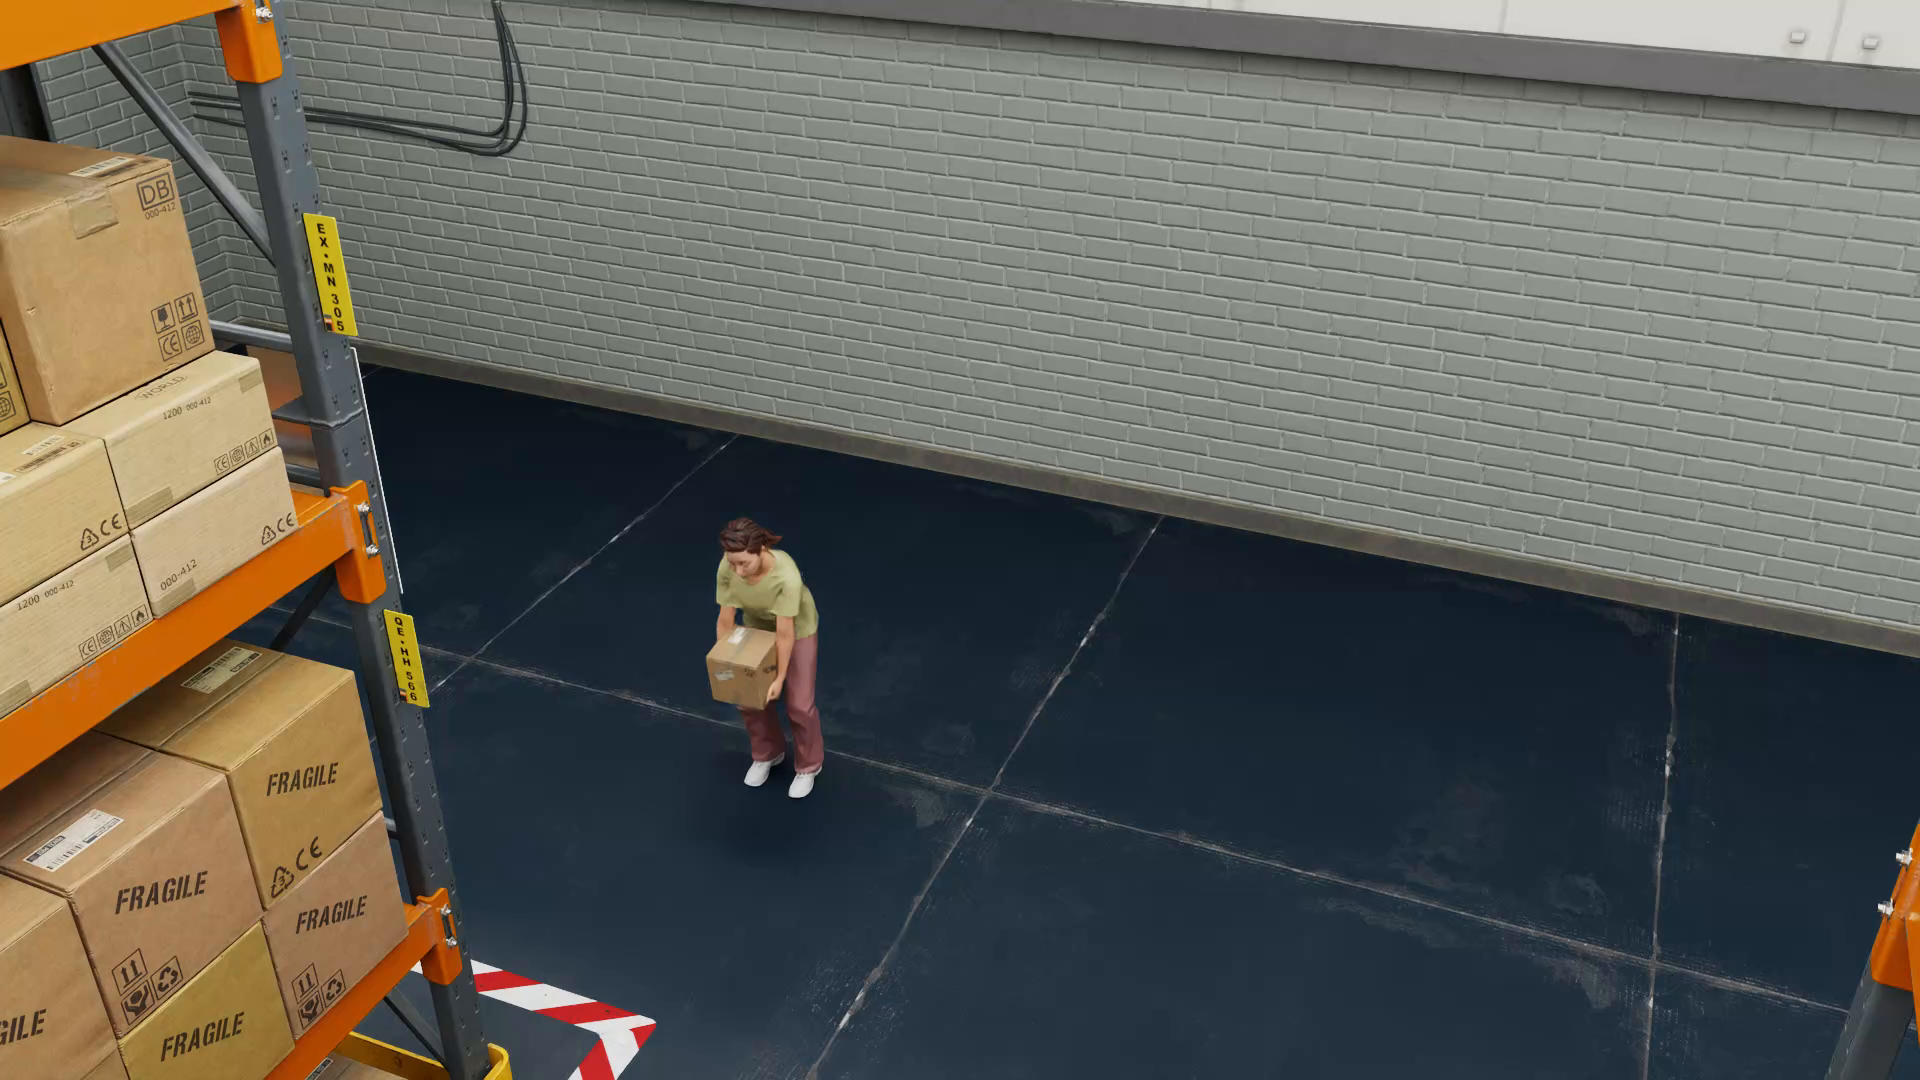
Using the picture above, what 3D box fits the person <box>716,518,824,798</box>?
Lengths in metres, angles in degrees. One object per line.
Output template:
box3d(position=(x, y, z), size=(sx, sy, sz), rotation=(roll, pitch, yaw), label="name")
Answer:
box3d(position=(-0.875, 0.513, 7.607), size=(0.412, 1.572, 0.582), rotation=(11, 31, 18), label="person")
